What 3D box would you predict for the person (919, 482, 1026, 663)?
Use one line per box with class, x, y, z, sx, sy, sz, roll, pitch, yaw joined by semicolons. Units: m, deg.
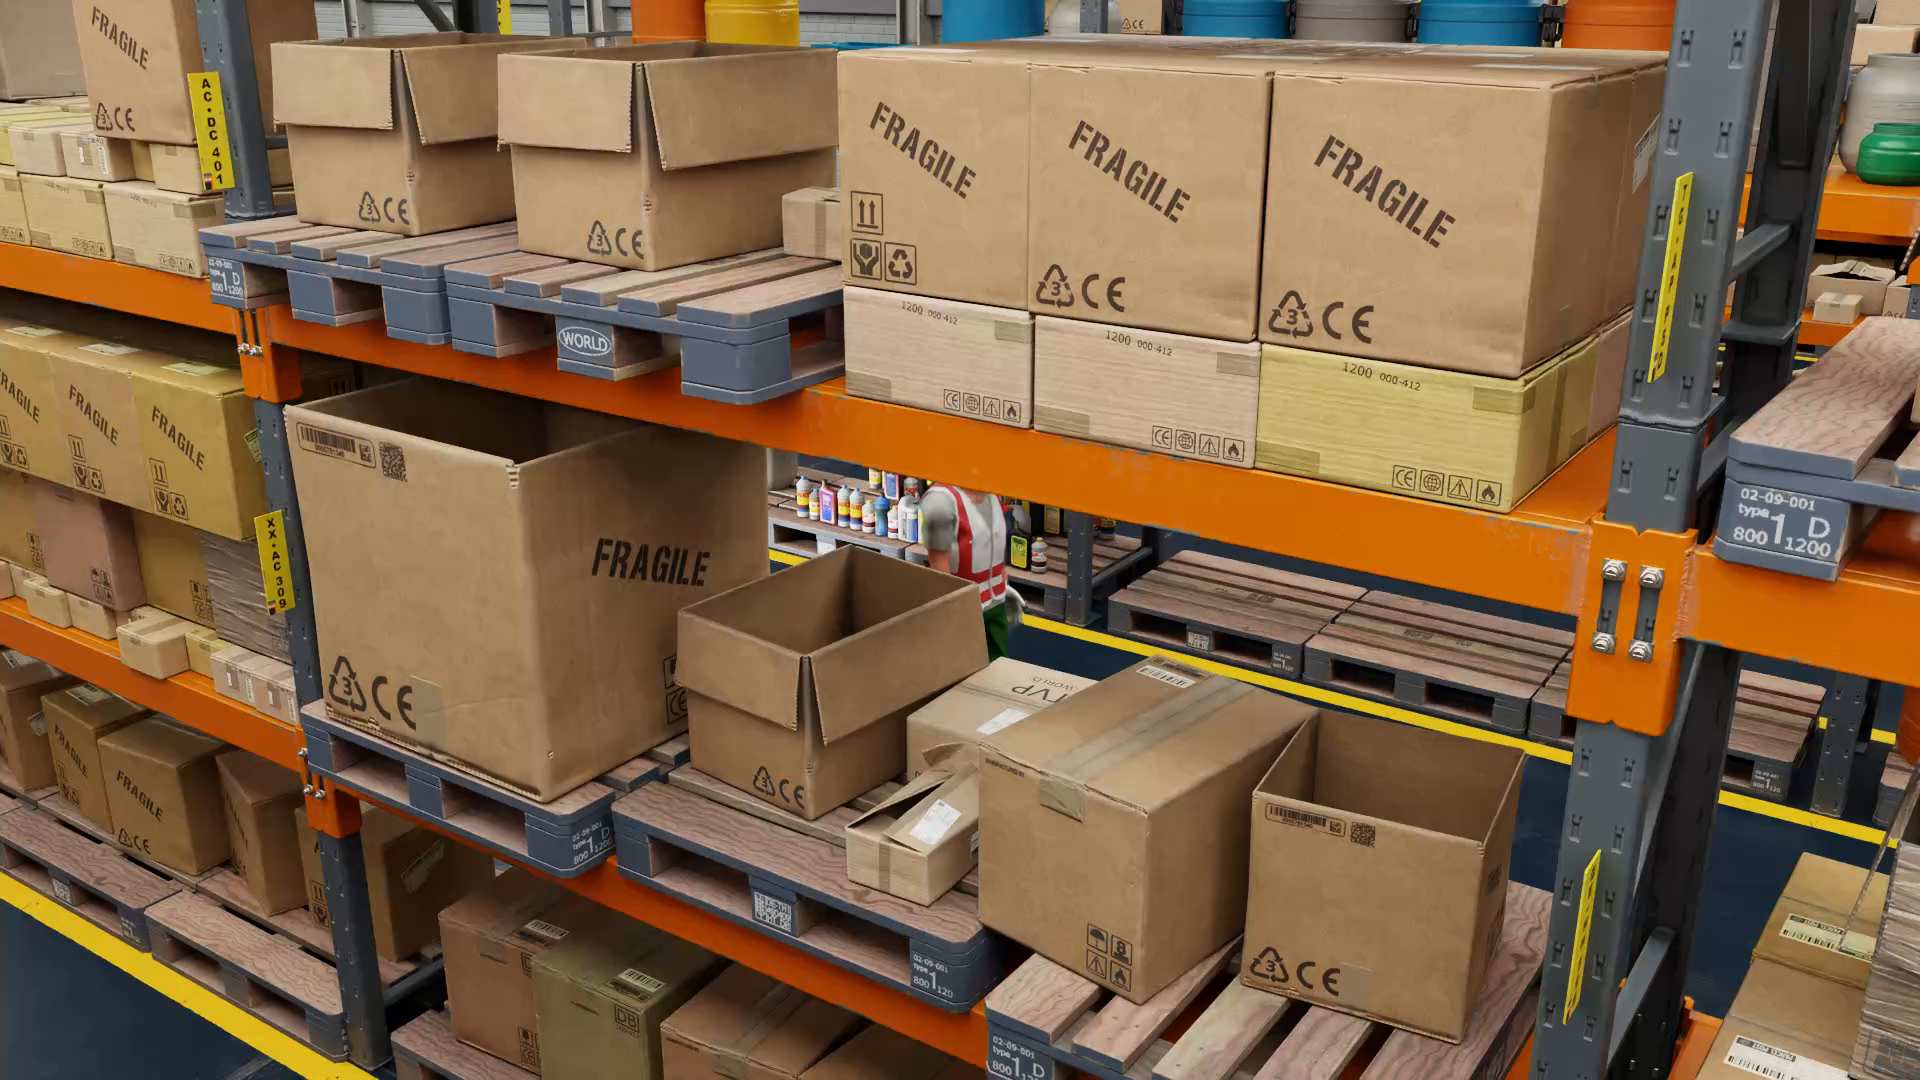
person;0.059;0.310;7.693;0.371;1.777;0.530;13;24;33
